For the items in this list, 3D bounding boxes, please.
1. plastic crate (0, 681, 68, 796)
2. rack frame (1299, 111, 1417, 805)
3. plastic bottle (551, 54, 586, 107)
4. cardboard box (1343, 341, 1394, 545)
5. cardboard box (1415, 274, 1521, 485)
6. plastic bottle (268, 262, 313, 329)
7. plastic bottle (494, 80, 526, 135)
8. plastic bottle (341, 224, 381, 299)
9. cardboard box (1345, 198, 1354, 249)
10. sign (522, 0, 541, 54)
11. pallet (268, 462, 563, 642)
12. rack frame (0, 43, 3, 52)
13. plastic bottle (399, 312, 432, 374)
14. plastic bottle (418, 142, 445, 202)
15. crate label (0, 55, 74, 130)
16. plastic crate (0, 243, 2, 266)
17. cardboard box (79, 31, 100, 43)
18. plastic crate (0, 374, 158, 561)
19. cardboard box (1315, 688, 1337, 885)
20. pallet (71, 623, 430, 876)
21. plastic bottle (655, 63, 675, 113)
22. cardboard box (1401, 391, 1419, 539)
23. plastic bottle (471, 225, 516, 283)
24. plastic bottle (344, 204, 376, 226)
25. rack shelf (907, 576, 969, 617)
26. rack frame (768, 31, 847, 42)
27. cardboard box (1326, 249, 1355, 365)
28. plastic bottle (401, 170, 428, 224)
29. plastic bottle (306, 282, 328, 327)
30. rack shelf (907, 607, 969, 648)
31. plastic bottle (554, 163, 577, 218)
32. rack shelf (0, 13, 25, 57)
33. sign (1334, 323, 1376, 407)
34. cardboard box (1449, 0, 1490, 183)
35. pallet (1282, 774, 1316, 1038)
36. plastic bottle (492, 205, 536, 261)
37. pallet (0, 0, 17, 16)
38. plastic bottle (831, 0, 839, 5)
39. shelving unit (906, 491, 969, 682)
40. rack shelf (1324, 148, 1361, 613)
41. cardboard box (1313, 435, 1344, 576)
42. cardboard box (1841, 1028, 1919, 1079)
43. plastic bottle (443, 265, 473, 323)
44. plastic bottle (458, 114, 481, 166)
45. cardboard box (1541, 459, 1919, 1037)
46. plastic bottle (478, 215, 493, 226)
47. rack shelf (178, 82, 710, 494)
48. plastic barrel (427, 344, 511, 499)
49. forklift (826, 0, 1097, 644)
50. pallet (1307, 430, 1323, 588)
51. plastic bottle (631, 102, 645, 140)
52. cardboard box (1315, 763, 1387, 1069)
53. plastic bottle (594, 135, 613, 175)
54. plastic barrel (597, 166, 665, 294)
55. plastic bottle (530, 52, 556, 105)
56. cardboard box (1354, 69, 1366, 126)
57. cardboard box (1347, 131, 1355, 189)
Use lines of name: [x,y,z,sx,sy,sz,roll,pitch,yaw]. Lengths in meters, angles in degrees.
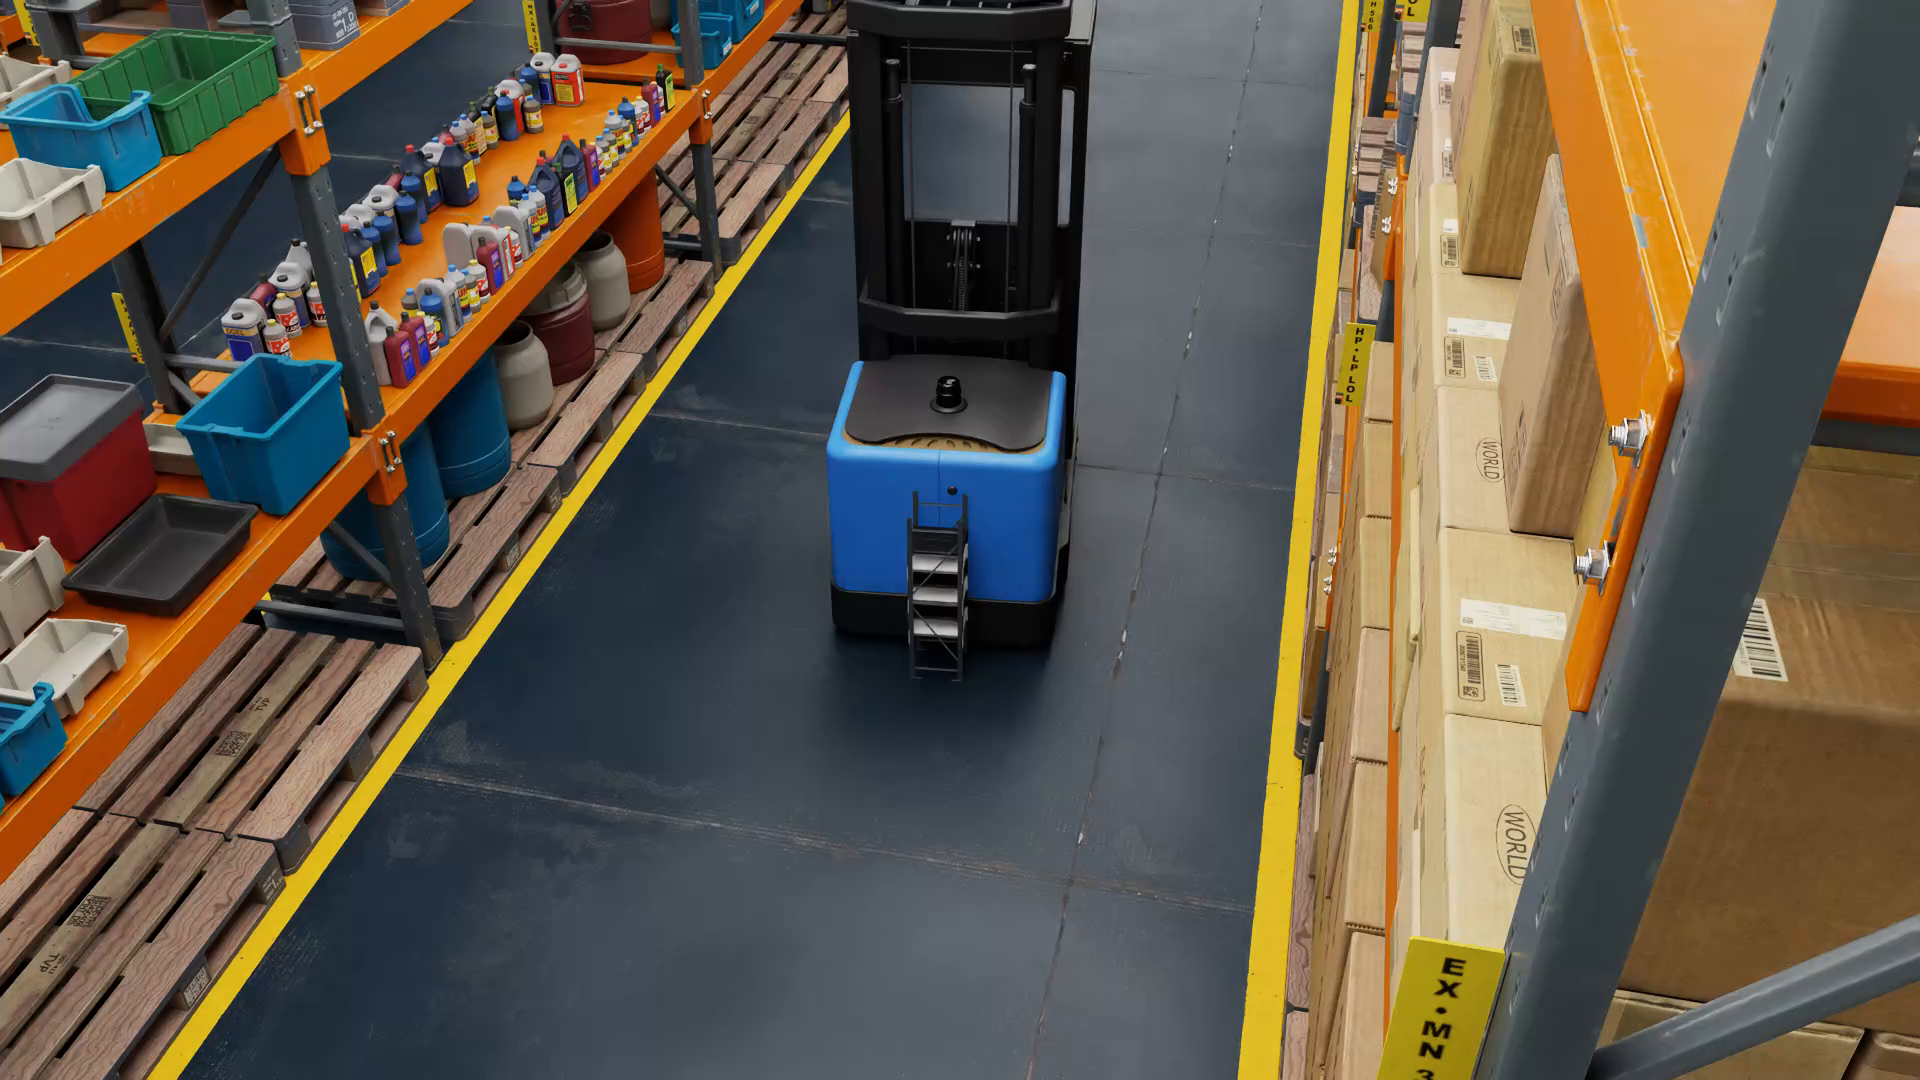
plastic crate: [-3.047,0.612,5.212,0.416,0.233,0.300,7,37,10]
rack frame: [1.926,-0.075,6.067,1.000,3.000,0.127,7,37,10]
plastic bottle: [-2.318,-2.714,9.815,0.152,0.276,0.135,7,37,10]
cardboard box: [1.550,-0.285,5.420,0.500,0.500,0.500,8,37,11]
cardboard box: [1.249,-0.325,3.558,0.500,0.250,0.500,7,37,10]
plastic bottle: [-3.066,-1.123,7.620,0.152,0.276,0.135,7,37,10]
plastic bottle: [-2.565,-2.468,9.475,0.152,0.276,0.135,7,37,10]
plastic bottle: [-2.856,-1.334,7.846,0.144,0.351,0.185,7,37,10]
cardboard box: [2.651,-1.983,10.207,0.500,0.311,0.500,8,37,11]
sign: [-2.597,-3.122,10.133,0.100,0.325,0.005,7,37,10]
pallet: [-2.707,-0.006,8.348,1.003,0.211,1.213,7,37,10]
rack frame: [-6.897,-3.612,10.948,1.000,3.000,0.127,7,37,10]
plastic bottle: [-2.389,-0.884,7.283,0.061,0.283,0.133,7,37,10]
plastic bottle: [-2.763,-1.938,8.744,0.152,0.276,0.135,7,37,10]
crate label: [-3.300,-1.561,5.787,0.293,0.136,0.466,7,37,10]
plastic crate: [-2.992,-0.803,4.617,0.437,0.282,0.530,7,37,10]
cardboard box: [-6.680,-3.775,12.288,0.500,0.250,0.500,11,37,15]
plastic crate: [-3.348,-0.268,6.228,0.402,0.464,0.583,7,37,10]
cardboard box: [1.335,0.723,4.881,0.500,0.500,0.500,7,37,10]
pallet: [-3.032,0.858,7.157,1.003,0.211,1.213,7,37,10]
plastic bottle: [-1.728,-2.658,9.731,0.061,0.283,0.133,7,37,10]
cardboard box: [1.257,-0.121,3.703,0.500,0.250,0.500,7,37,10]
plastic bottle: [-2.244,-1.396,7.996,0.152,0.276,0.135,7,37,10]
plastic bottle: [-2.930,-1.490,8.125,0.152,0.276,0.135,7,37,10]
rack shelf: [-0.098,0.244,7.473,0.258,0.077,0.200,4,36,5]
rack frame: [-1.204,-5.284,13.255,1.000,3.000,0.127,7,37,10]
cardboard box: [2.403,-1.309,9.525,0.500,0.500,0.500,9,37,12]
plastic bottle: [-2.794,-1.760,8.502,0.097,0.271,0.097,0,36,0]
plastic bottle: [-2.940,-1.088,7.635,0.097,0.201,0.097,0,36,0]
rack shelf: [-0.098,0.390,7.579,0.258,0.077,0.200,4,36,5]
plastic bottle: [-2.040,-1.821,8.576,0.061,0.283,0.133,7,37,10]
rack shelf: [-6.470,-4.467,12.741,1.077,0.370,4.000,7,37,10]
sign: [1.383,-0.611,5.821,0.100,0.325,0.005,7,37,10]
cardboard box: [1.614,-1.182,4.102,0.700,0.500,0.500,7,37,10]
pallet: [1.778,1.448,6.343,1.003,0.211,1.213,7,37,10]
plastic bottle: [-2.194,-1.529,8.179,0.152,0.276,0.135,7,37,10]
pallet: [-6.849,-3.956,11.586,1.213,0.211,1.003,7,37,10]
plastic bottle: [-1.157,-4.871,14.631,0.152,0.276,0.135,7,37,10]
shelving unit: [-0.098,0.217,7.454,0.258,0.900,0.210,4,36,5]
rack shelf: [2.353,-0.930,7.860,1.077,0.370,4.000,7,37,10]
cardboard box: [1.972,-0.129,7.898,0.500,0.500,0.500,8,37,11]
cardboard box: [1.435,0.600,2.282,0.500,0.250,0.500,7,37,10]
plastic bottle: [-2.312,-1.136,7.641,0.097,0.271,0.097,0,36,0]
plastic bottle: [-2.695,-2.194,9.101,0.097,0.271,0.097,0,36,0]
cardboard box: [1.165,0.262,2.109,0.700,0.500,0.500,7,37,10]
plastic bottle: [-2.320,-1.504,8.208,0.097,0.201,0.097,0,36,0]
rack shelf: [-2.486,-1.553,8.720,1.077,0.370,4.000,7,37,10]
plastic barrel: [-2.629,-0.734,8.407,0.600,0.901,0.708,7,37,10]
forklift: [0.066,-1.553,8.165,1.130,2.935,3.031,4,36,5]
pallet: [2.321,-0.118,8.504,1.003,0.211,1.213,7,37,10]
plastic bottle: [-1.841,-2.373,9.408,0.097,0.201,0.097,0,36,0]
cardboard box: [1.111,0.896,3.791,0.500,0.500,0.500,8,37,11]
plastic bottle: [-1.945,-2.094,9.023,0.097,0.201,0.097,0,36,0]
plastic barrel: [-2.146,-2.000,10.215,0.600,0.830,0.708,7,37,10]
plastic bottle: [-2.467,-2.733,9.841,0.152,0.276,0.135,7,37,10]
cardboard box: [3.081,-3.156,11.826,0.500,0.311,0.500,6,36,8]
cardboard box: [2.978,-2.636,11.586,0.500,0.250,0.500,8,37,11]
